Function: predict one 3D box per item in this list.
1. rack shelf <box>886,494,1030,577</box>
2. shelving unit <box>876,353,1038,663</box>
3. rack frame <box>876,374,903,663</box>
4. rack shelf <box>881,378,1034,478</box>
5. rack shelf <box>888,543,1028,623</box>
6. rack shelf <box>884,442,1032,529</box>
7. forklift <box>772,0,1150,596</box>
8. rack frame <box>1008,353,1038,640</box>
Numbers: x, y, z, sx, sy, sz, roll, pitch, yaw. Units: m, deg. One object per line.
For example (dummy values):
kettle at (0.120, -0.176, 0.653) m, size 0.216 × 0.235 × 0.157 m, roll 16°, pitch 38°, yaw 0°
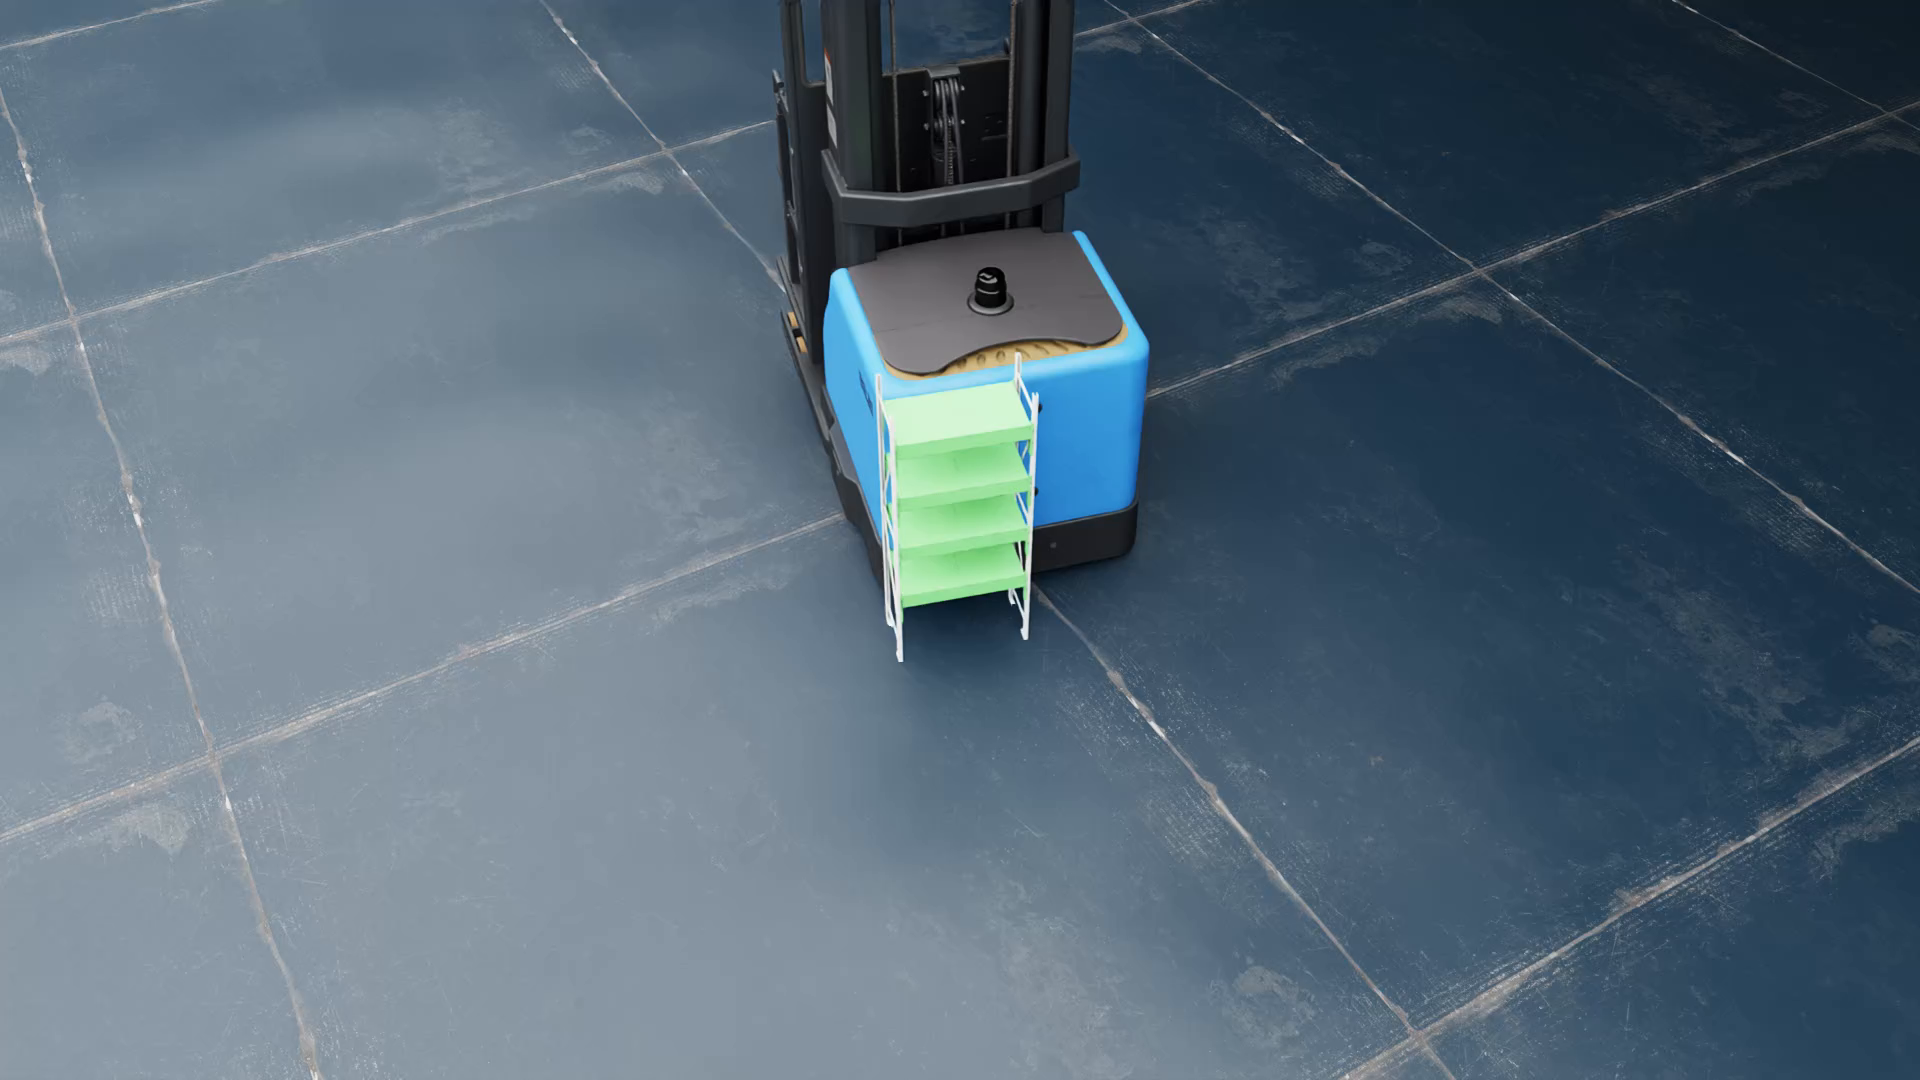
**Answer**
rack shelf at (-0.013, -0.043, 6.023) m, size 0.480 × 0.148 × 0.258 m, roll -10°, pitch 45°, yaw -10°
shelving unit at (-0.013, -0.088, 5.979) m, size 0.503 × 1.200 × 0.258 m, roll -10°, pitch 45°, yaw -10°
rack frame at (-0.250, -0.048, 5.937) m, size 0.015 × 1.200 × 0.240 m, roll -10°, pitch 45°, yaw -10°
rack shelf at (-0.012, -0.386, 5.688) m, size 0.480 × 0.148 × 0.258 m, roll -10°, pitch 45°, yaw -10°
rack shelf at (-0.013, 0.129, 6.191) m, size 0.480 × 0.148 × 0.258 m, roll -10°, pitch 45°, yaw -10°
rack shelf at (-0.013, -0.214, 5.856) m, size 0.480 × 0.148 × 0.258 m, roll -10°, pitch 45°, yaw -10°
forklift at (-0.190, -1.872, 6.575) m, size 1.130 × 2.935 × 3.031 m, roll -11°, pitch 45°, yaw -11°
rack frame at (0.224, -0.129, 6.020) m, size 0.015 × 1.200 × 0.240 m, roll -10°, pitch 45°, yaw -10°
